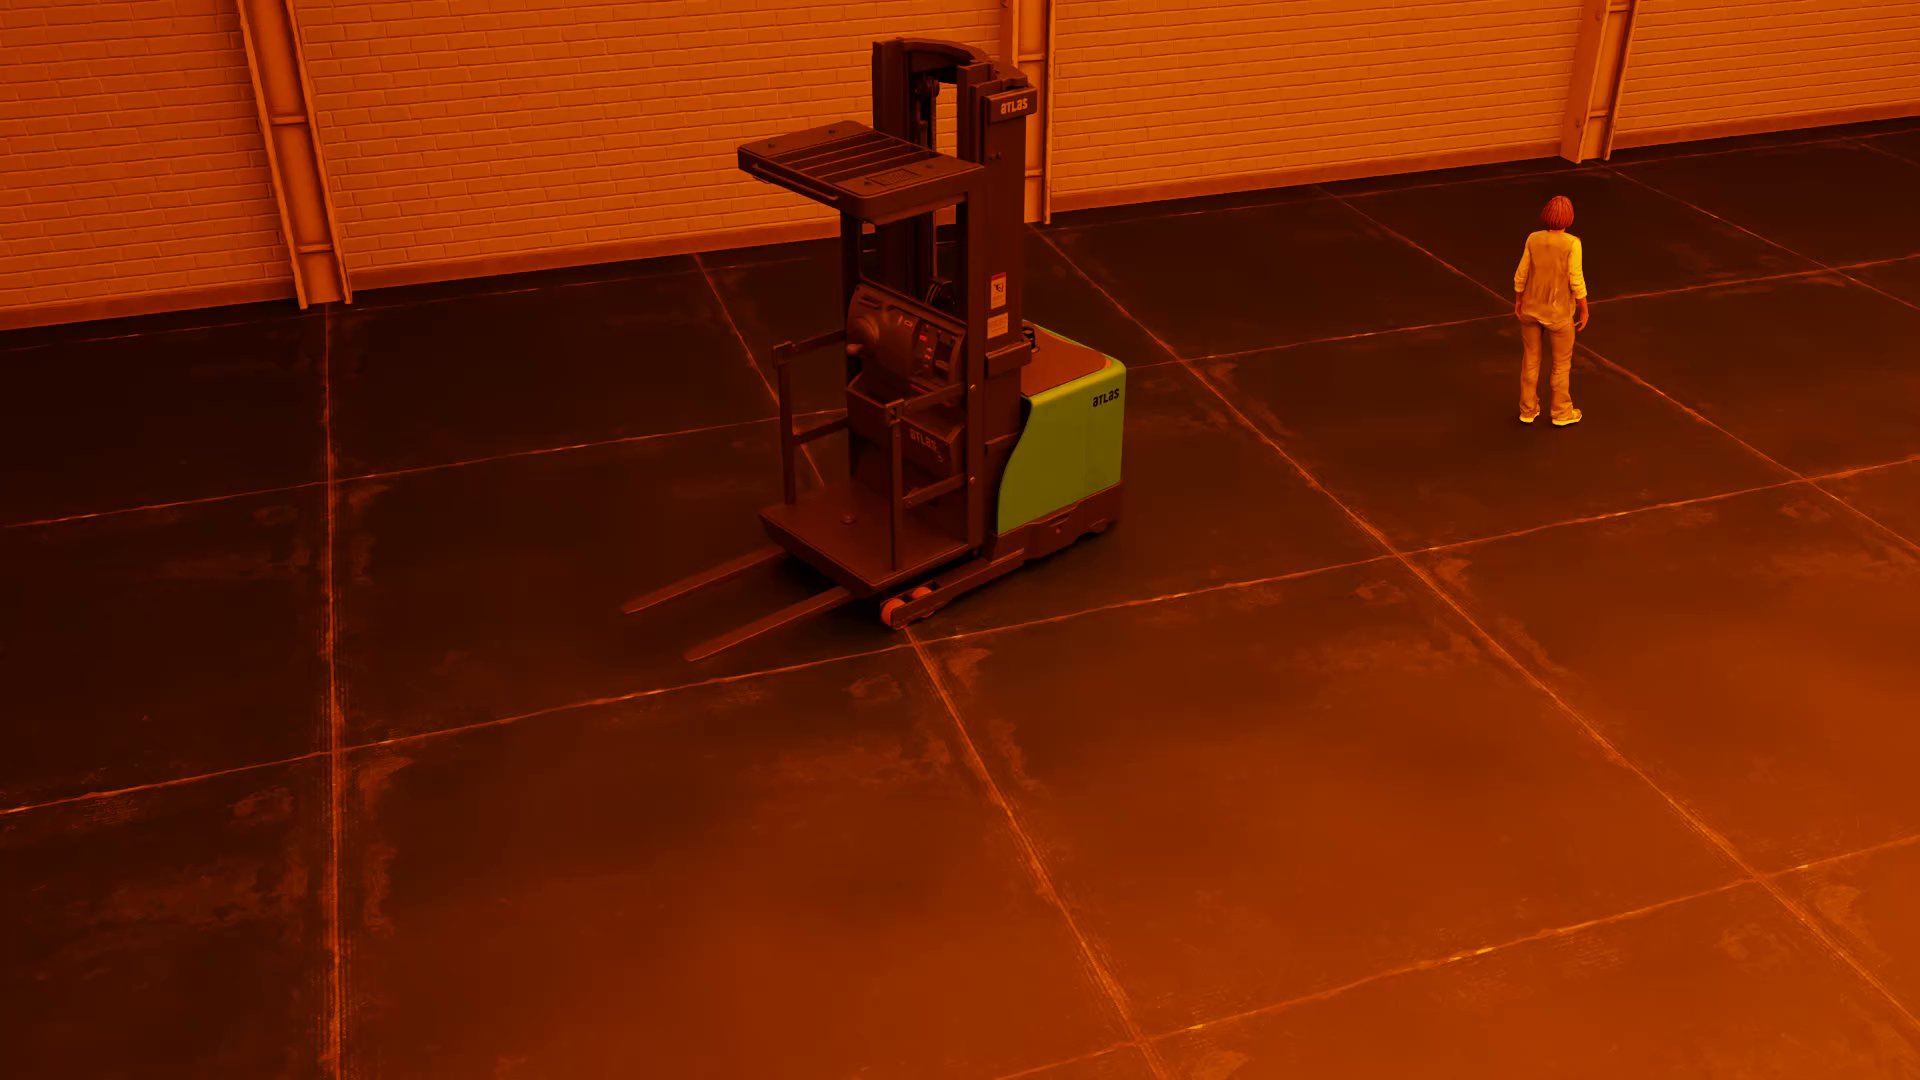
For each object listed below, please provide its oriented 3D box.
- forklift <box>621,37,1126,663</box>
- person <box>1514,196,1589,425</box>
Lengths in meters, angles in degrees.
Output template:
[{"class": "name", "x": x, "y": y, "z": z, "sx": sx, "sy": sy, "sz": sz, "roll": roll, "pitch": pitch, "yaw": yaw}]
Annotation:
[{"class": "forklift", "x": -0.461, "y": -1.072, "z": 8.951, "sx": 3.031, "sy": 2.935, "sz": 1.130, "roll": -23, "pitch": 37, "yaw": -34}, {"class": "person", "x": 3.954, "y": -1.532, "z": 11.071, "sx": 0.520, "sy": 1.597, "sz": 0.475, "roll": 24, "pitch": 38, "yaw": 36}]
